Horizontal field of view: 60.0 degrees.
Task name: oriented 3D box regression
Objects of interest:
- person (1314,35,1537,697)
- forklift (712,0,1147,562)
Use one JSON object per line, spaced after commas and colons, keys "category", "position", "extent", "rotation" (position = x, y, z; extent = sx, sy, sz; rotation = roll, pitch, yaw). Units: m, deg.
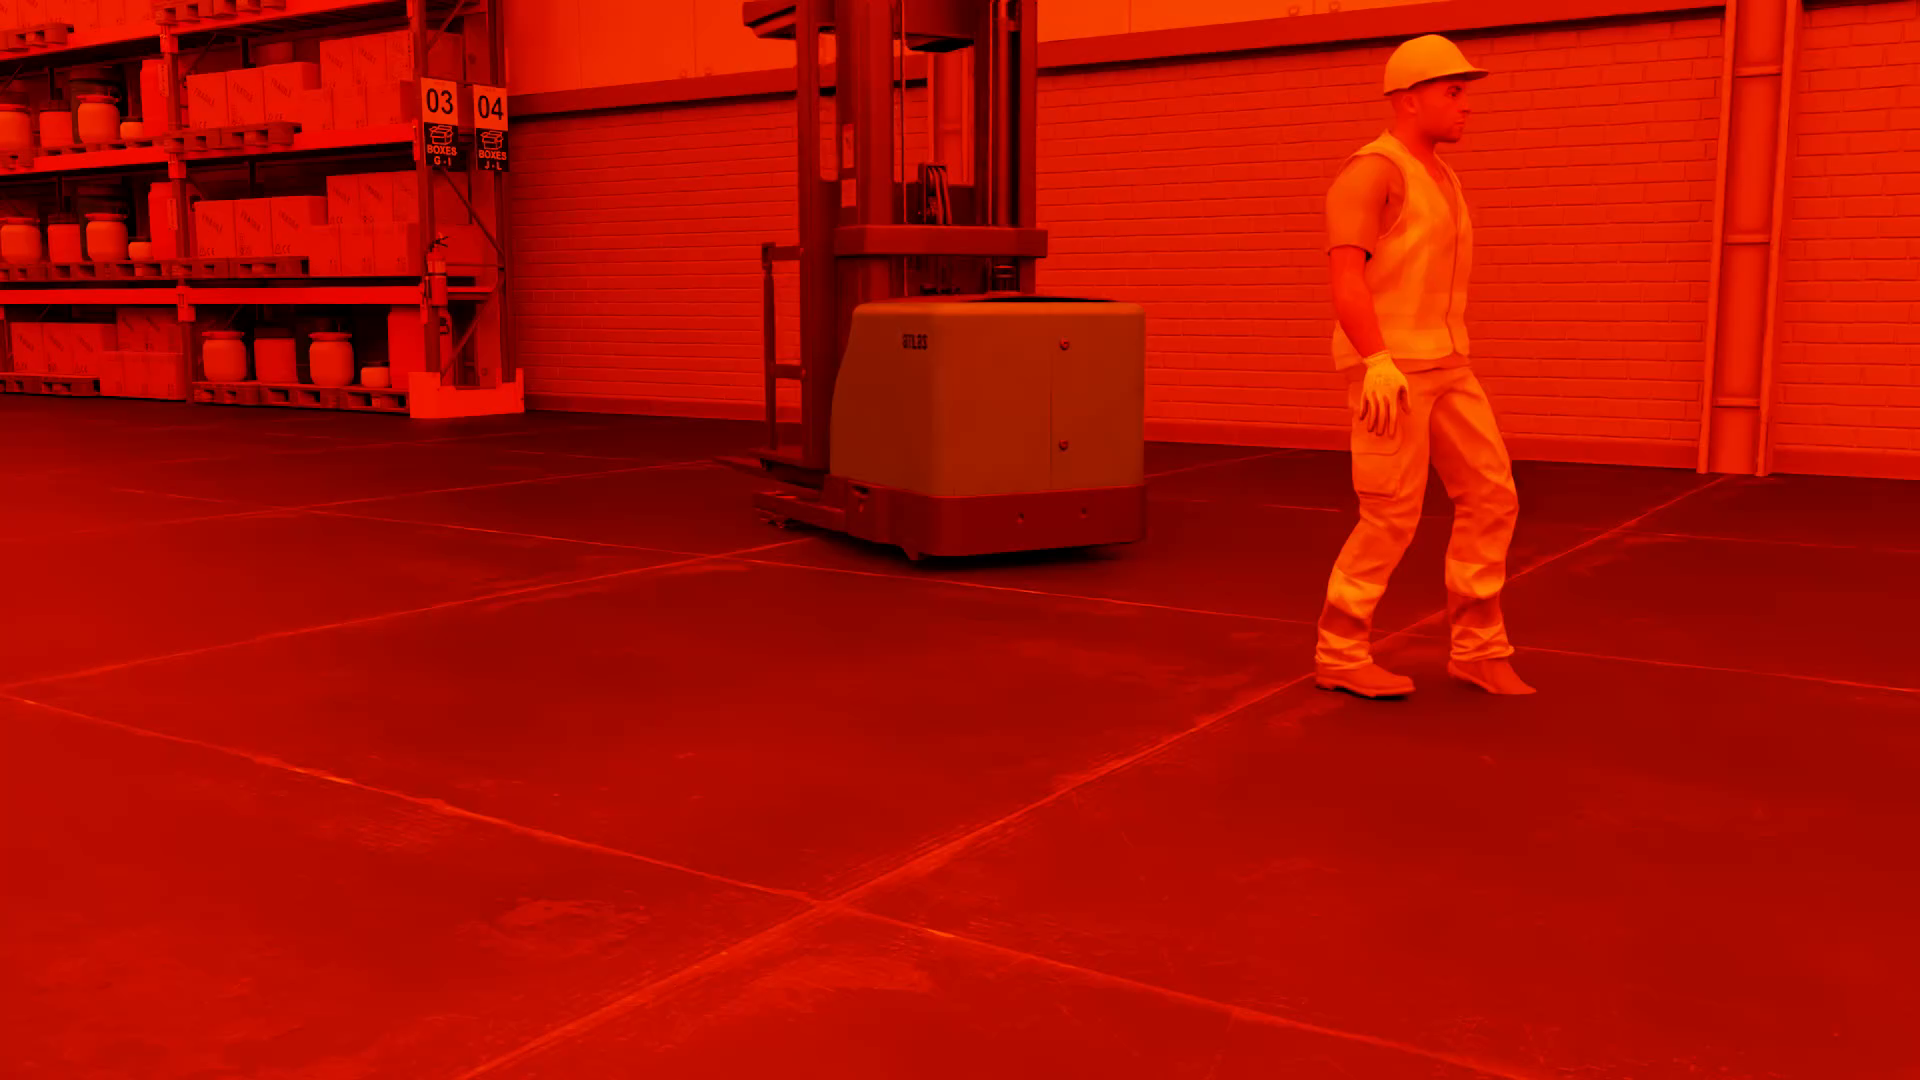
{"category": "person", "position": [1.265, -0.417, 4.474], "extent": [0.540, 1.826, 0.634], "rotation": [7, 11, 42]}
{"category": "forklift", "position": [-0.358, -1.530, 7.954], "extent": [1.130, 2.935, 3.031], "rotation": [-4, 9, -29]}
